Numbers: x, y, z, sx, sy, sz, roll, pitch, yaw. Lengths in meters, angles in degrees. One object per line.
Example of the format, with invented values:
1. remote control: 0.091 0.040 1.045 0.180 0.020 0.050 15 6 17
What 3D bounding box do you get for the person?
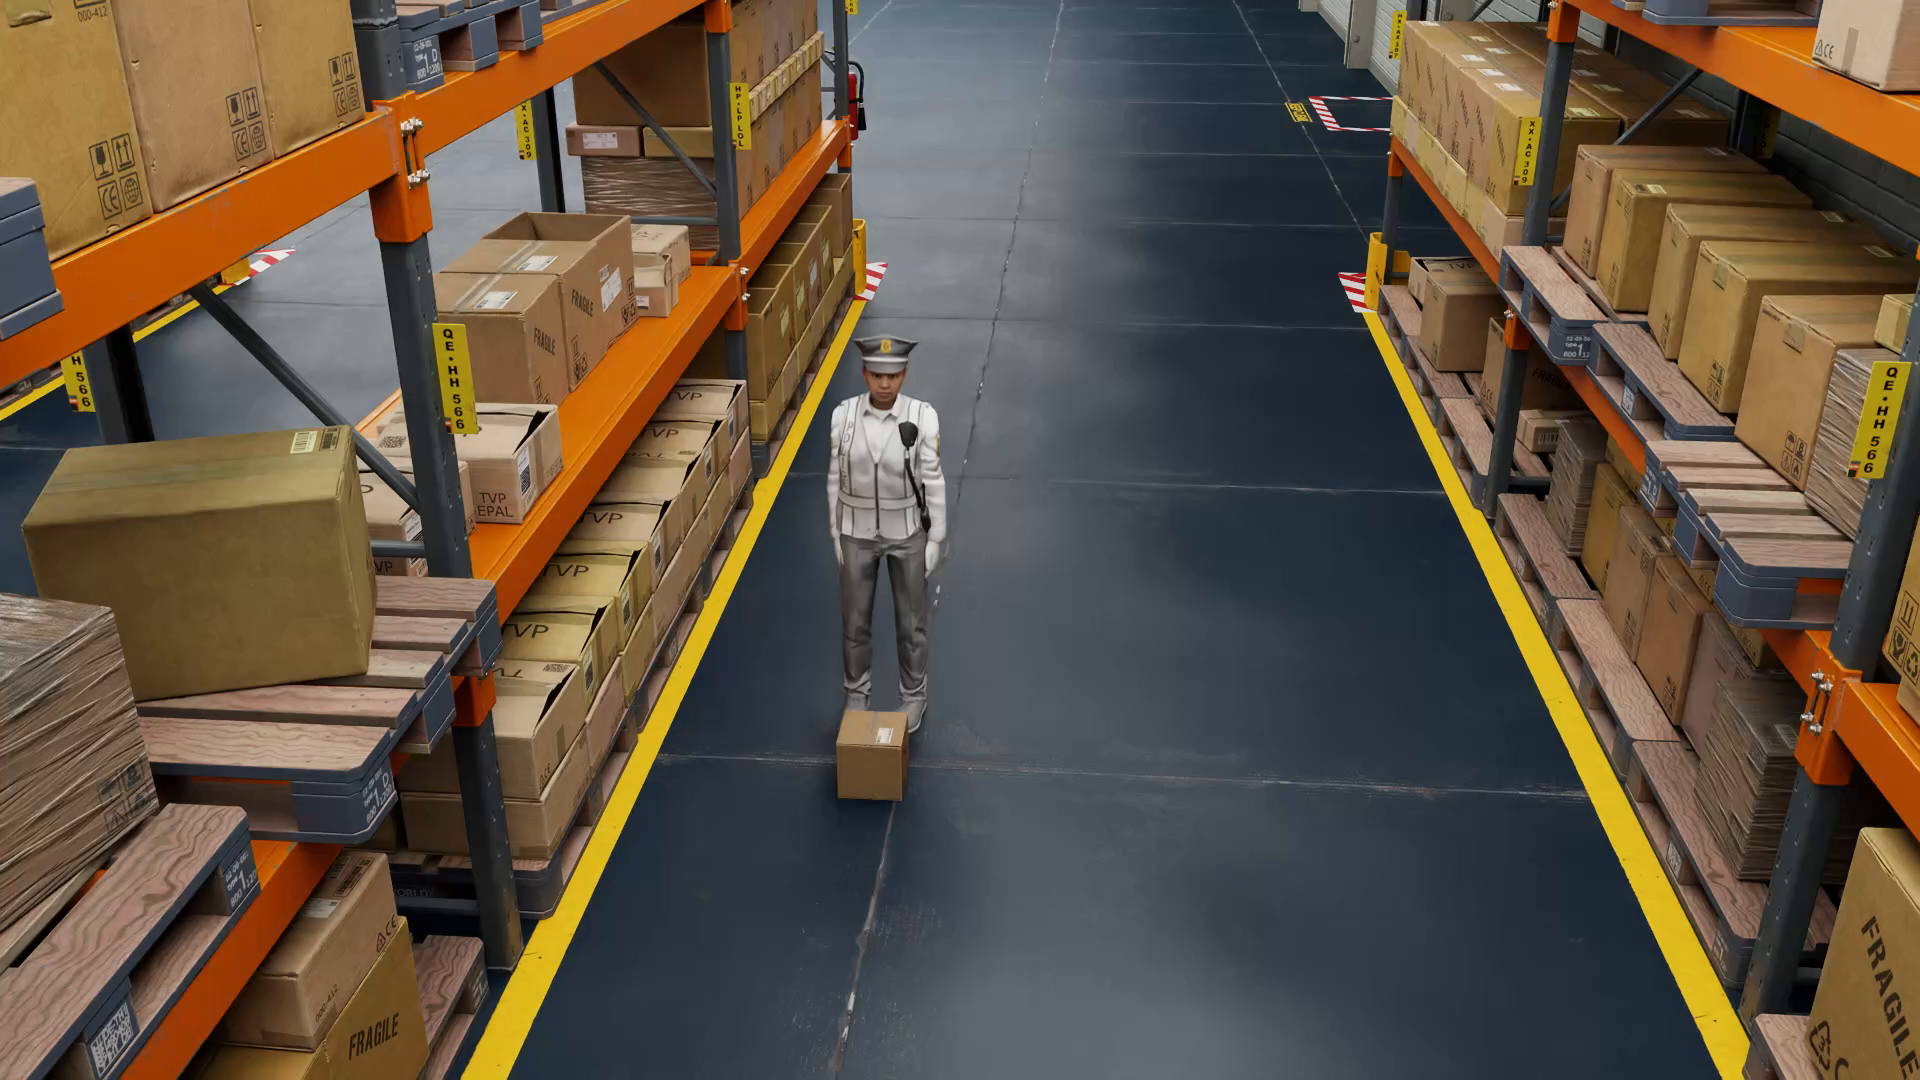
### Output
1. person: -0.291 -0.012 6.614 0.474 1.694 0.345 2 25 4
